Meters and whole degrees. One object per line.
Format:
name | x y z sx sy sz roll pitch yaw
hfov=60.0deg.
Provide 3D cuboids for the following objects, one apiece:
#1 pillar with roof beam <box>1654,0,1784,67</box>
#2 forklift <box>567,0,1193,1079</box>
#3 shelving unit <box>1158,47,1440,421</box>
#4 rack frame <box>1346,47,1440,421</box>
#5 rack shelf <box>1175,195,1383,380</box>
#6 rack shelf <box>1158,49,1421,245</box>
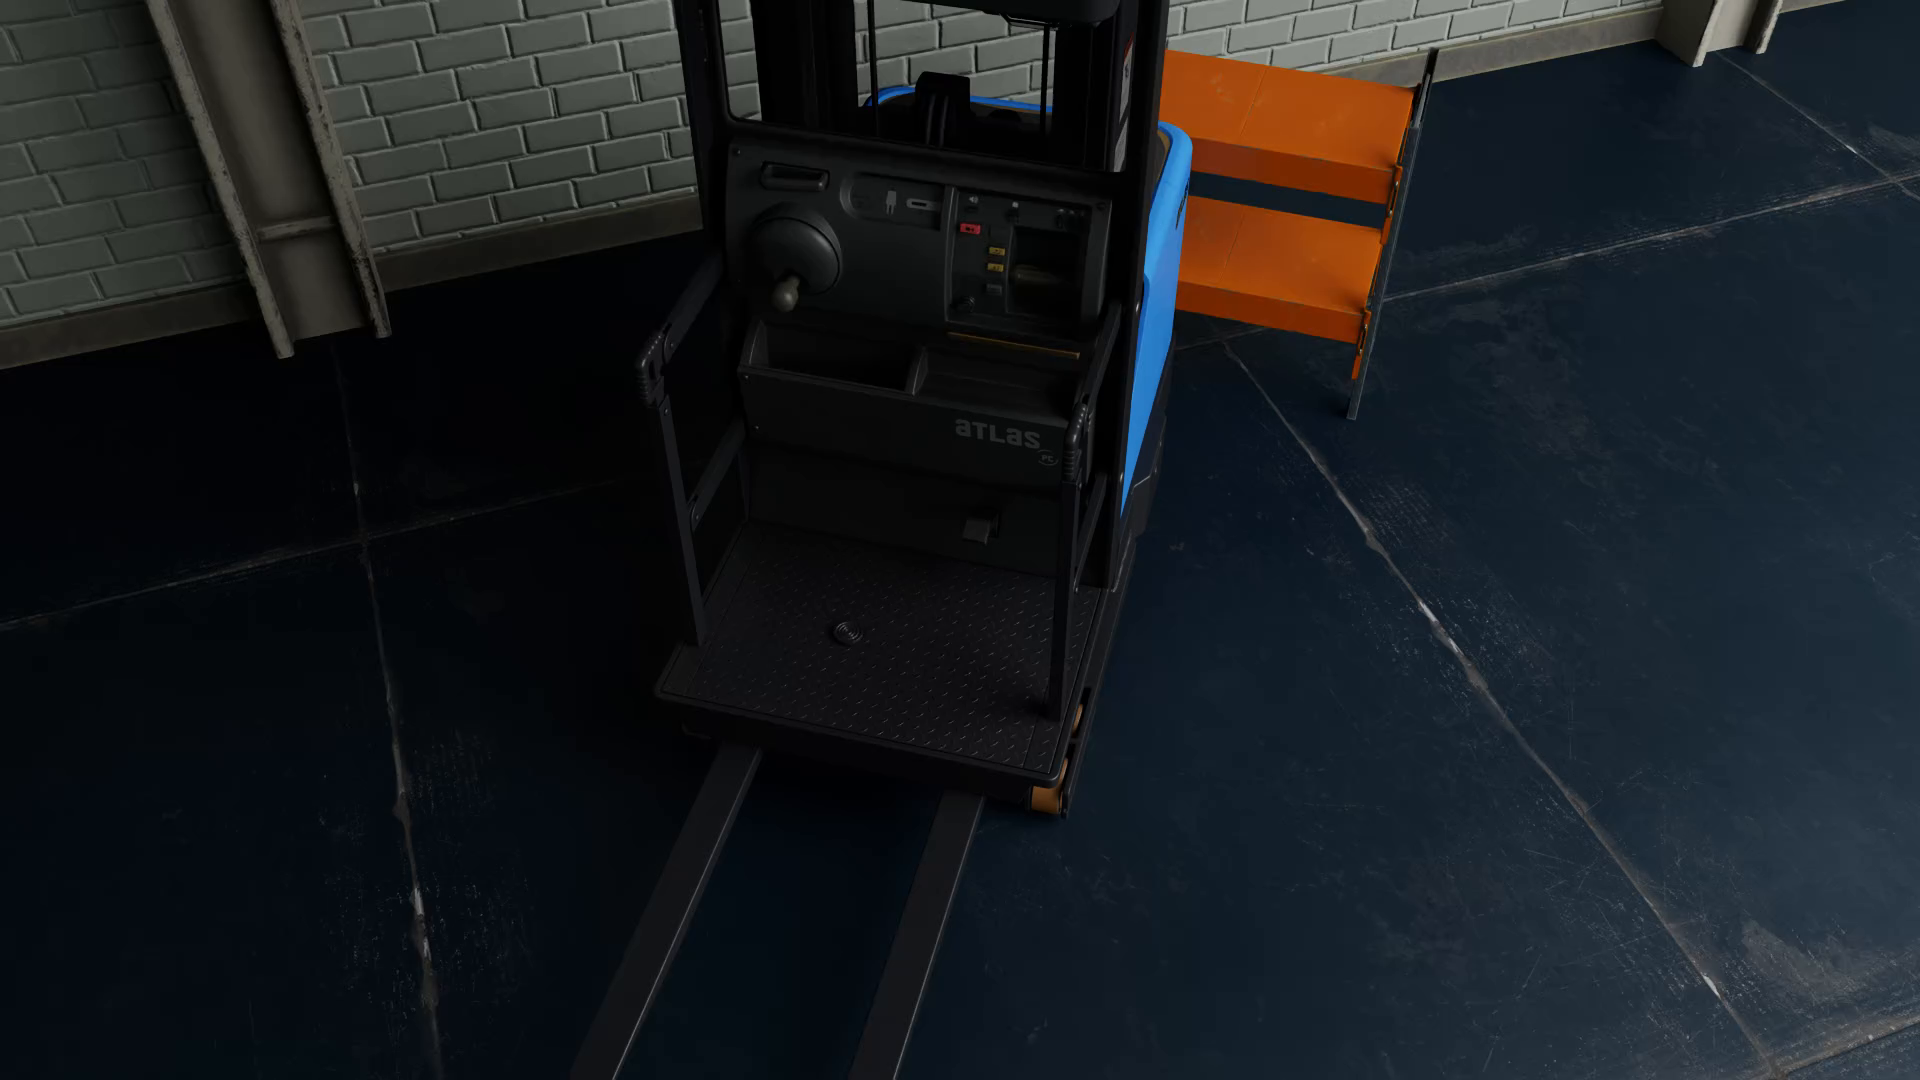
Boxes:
pillar with roof beam | 4.822 -2.542 1.430 0.400 9.000 9.100 -14 47 -14
forklift | -0.162 -0.604 3.783 1.130 2.935 3.031 11 46 10
shelving unit | 0.923 -1.086 5.538 1.048 1.125 0.538 13 47 13
rack frame | 1.406 -0.974 5.426 0.032 1.125 0.500 13 47 13
rack shelf | 0.923 -0.913 5.711 1.000 0.278 0.538 13 47 13
rack shelf | 0.923 -1.292 5.331 1.000 0.278 0.538 13 47 13
